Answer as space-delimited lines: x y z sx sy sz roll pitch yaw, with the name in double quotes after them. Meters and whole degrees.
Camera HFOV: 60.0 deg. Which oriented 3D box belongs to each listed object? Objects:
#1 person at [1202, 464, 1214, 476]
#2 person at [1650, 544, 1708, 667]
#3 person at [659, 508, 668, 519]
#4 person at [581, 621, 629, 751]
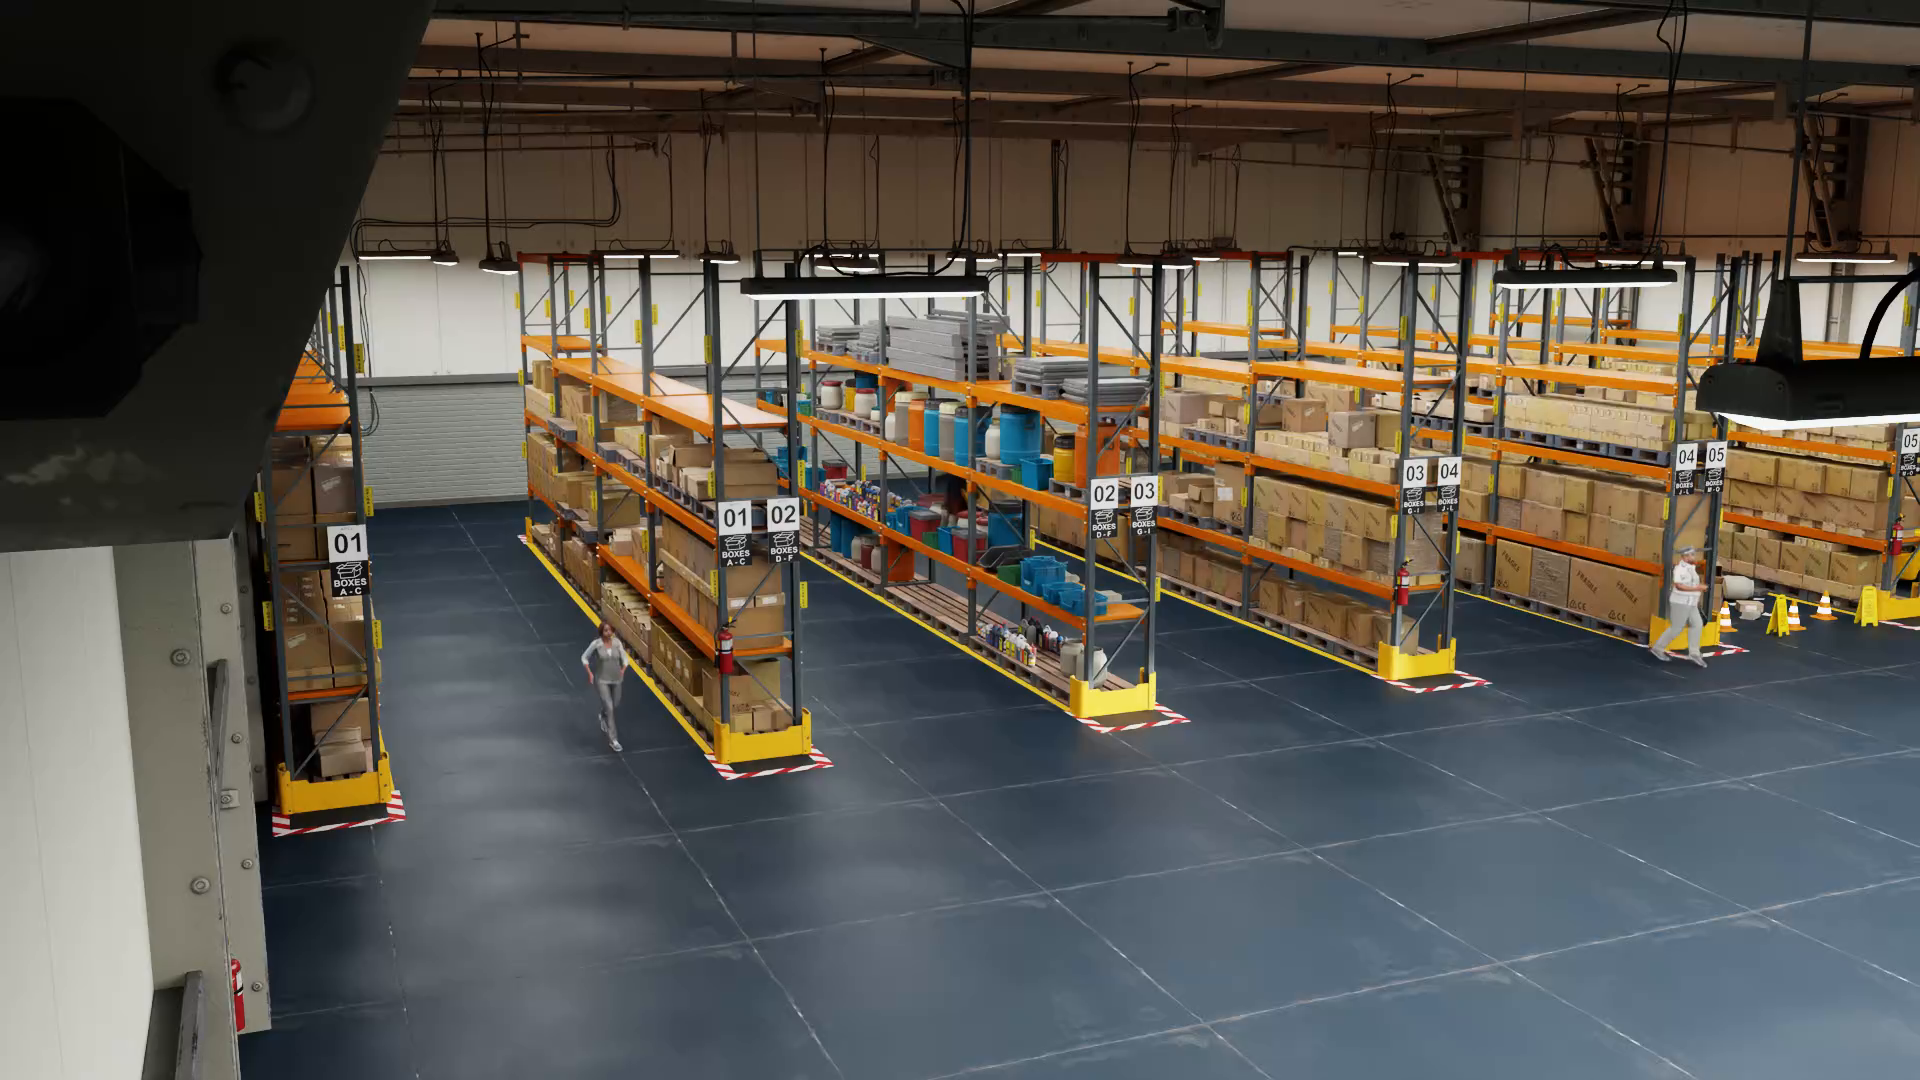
6.322 -2.134 42.232 0.626 1.650 0.614 -5 11 -24 "person"
10.784 0.972 24.791 0.793 1.847 0.661 8 13 38 "person"
-5.924 -0.633 33.874 0.693 1.698 0.596 -9 14 -40 "person"
-4.430 1.781 20.852 0.558 1.588 0.855 -6 12 -30 "person"
